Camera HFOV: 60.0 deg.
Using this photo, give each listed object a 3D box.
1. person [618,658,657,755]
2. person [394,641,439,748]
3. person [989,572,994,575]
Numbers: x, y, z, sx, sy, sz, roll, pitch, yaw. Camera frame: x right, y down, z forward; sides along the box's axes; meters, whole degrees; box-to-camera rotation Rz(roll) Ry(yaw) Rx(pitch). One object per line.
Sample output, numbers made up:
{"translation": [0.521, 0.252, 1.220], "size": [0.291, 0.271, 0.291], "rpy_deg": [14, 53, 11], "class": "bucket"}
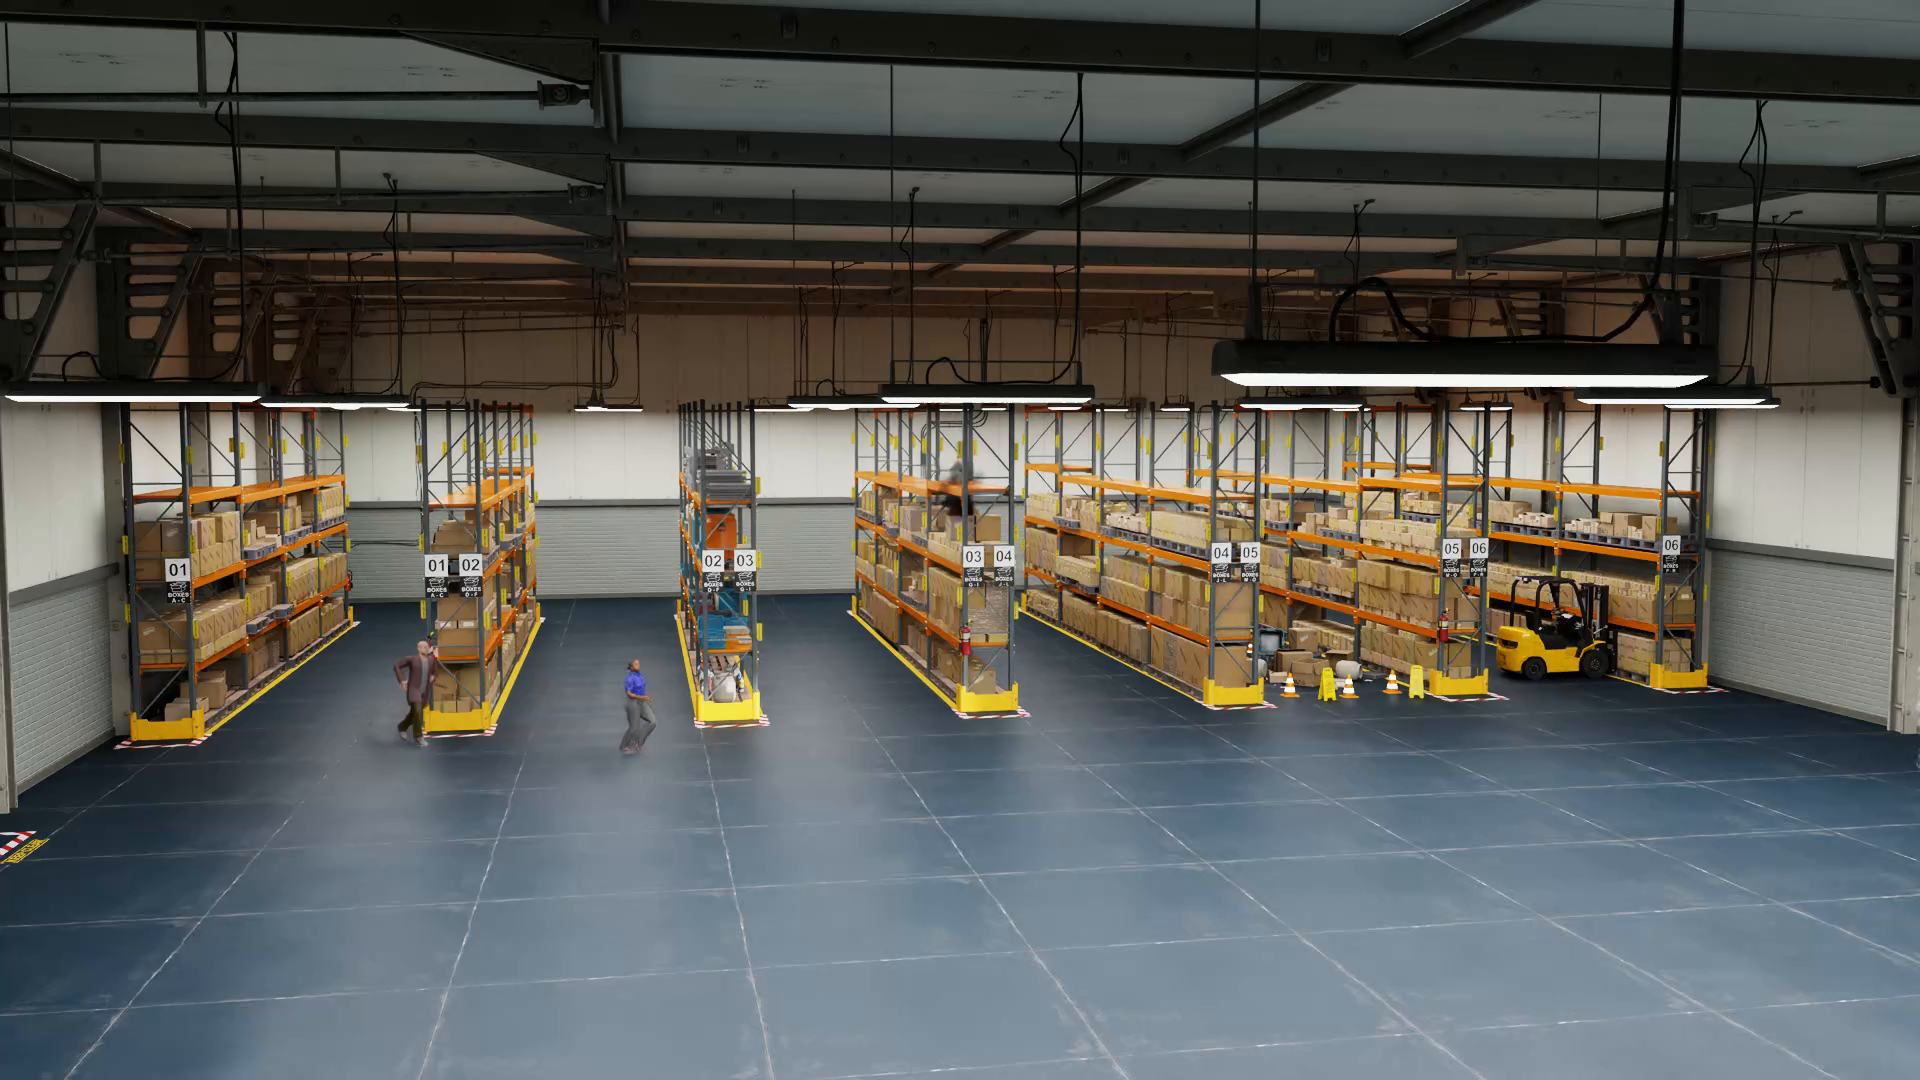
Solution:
{"translation": [-5.433, 2.810, 27.969], "size": [0.656, 1.639, 0.581], "rpy_deg": [1, 5, 19], "class": "person"}
{"translation": [-9.420, 2.649, 28.994], "size": [1.019, 1.768, 0.722], "rpy_deg": [3, 5, 36], "class": "person"}
{"translation": [0.899, 1.179, 48.856], "size": [0.634, 1.628, 0.904], "rpy_deg": [4, 6, 44], "class": "person"}
